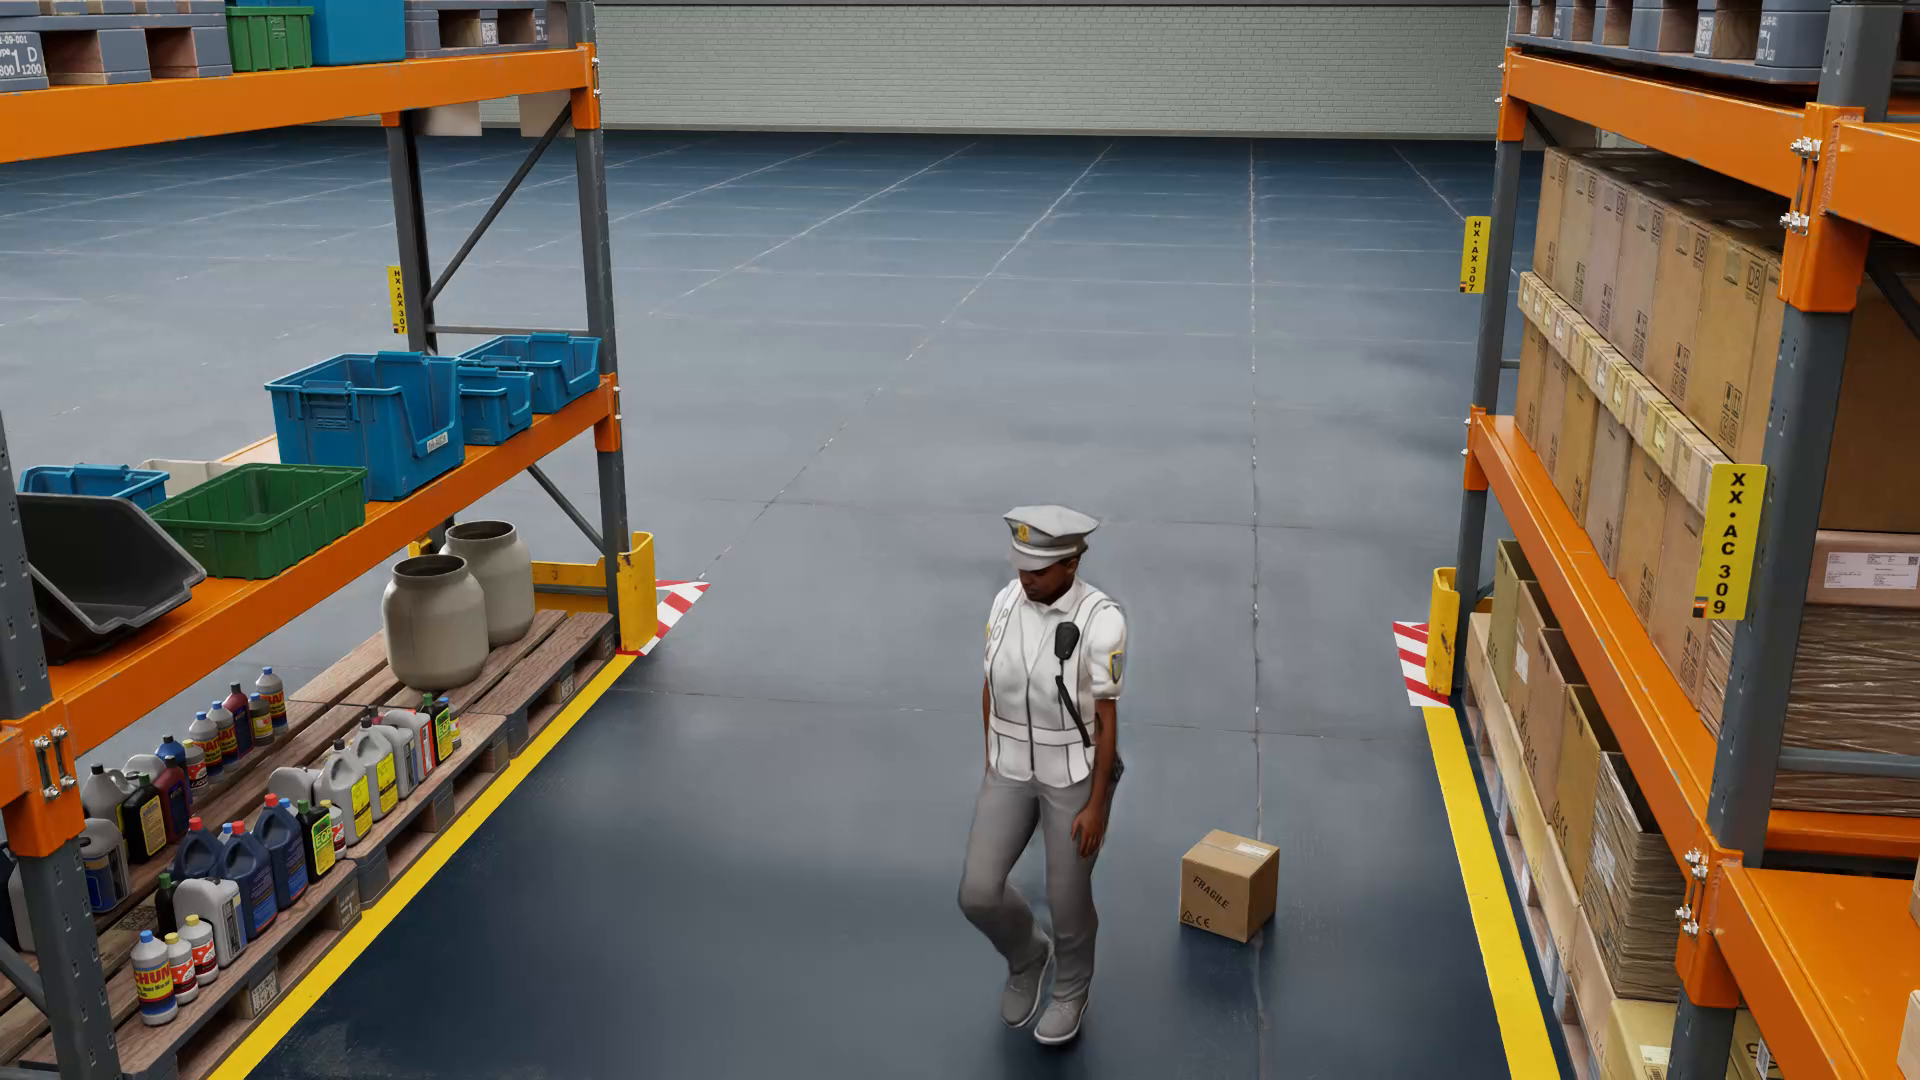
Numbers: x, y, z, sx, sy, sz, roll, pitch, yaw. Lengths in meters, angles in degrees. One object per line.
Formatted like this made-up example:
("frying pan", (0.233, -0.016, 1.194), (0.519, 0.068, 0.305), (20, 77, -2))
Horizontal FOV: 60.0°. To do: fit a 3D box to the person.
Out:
("person", (0.236, 0.718, 4.813), (0.458, 1.687, 0.409), (9, 20, 26))
